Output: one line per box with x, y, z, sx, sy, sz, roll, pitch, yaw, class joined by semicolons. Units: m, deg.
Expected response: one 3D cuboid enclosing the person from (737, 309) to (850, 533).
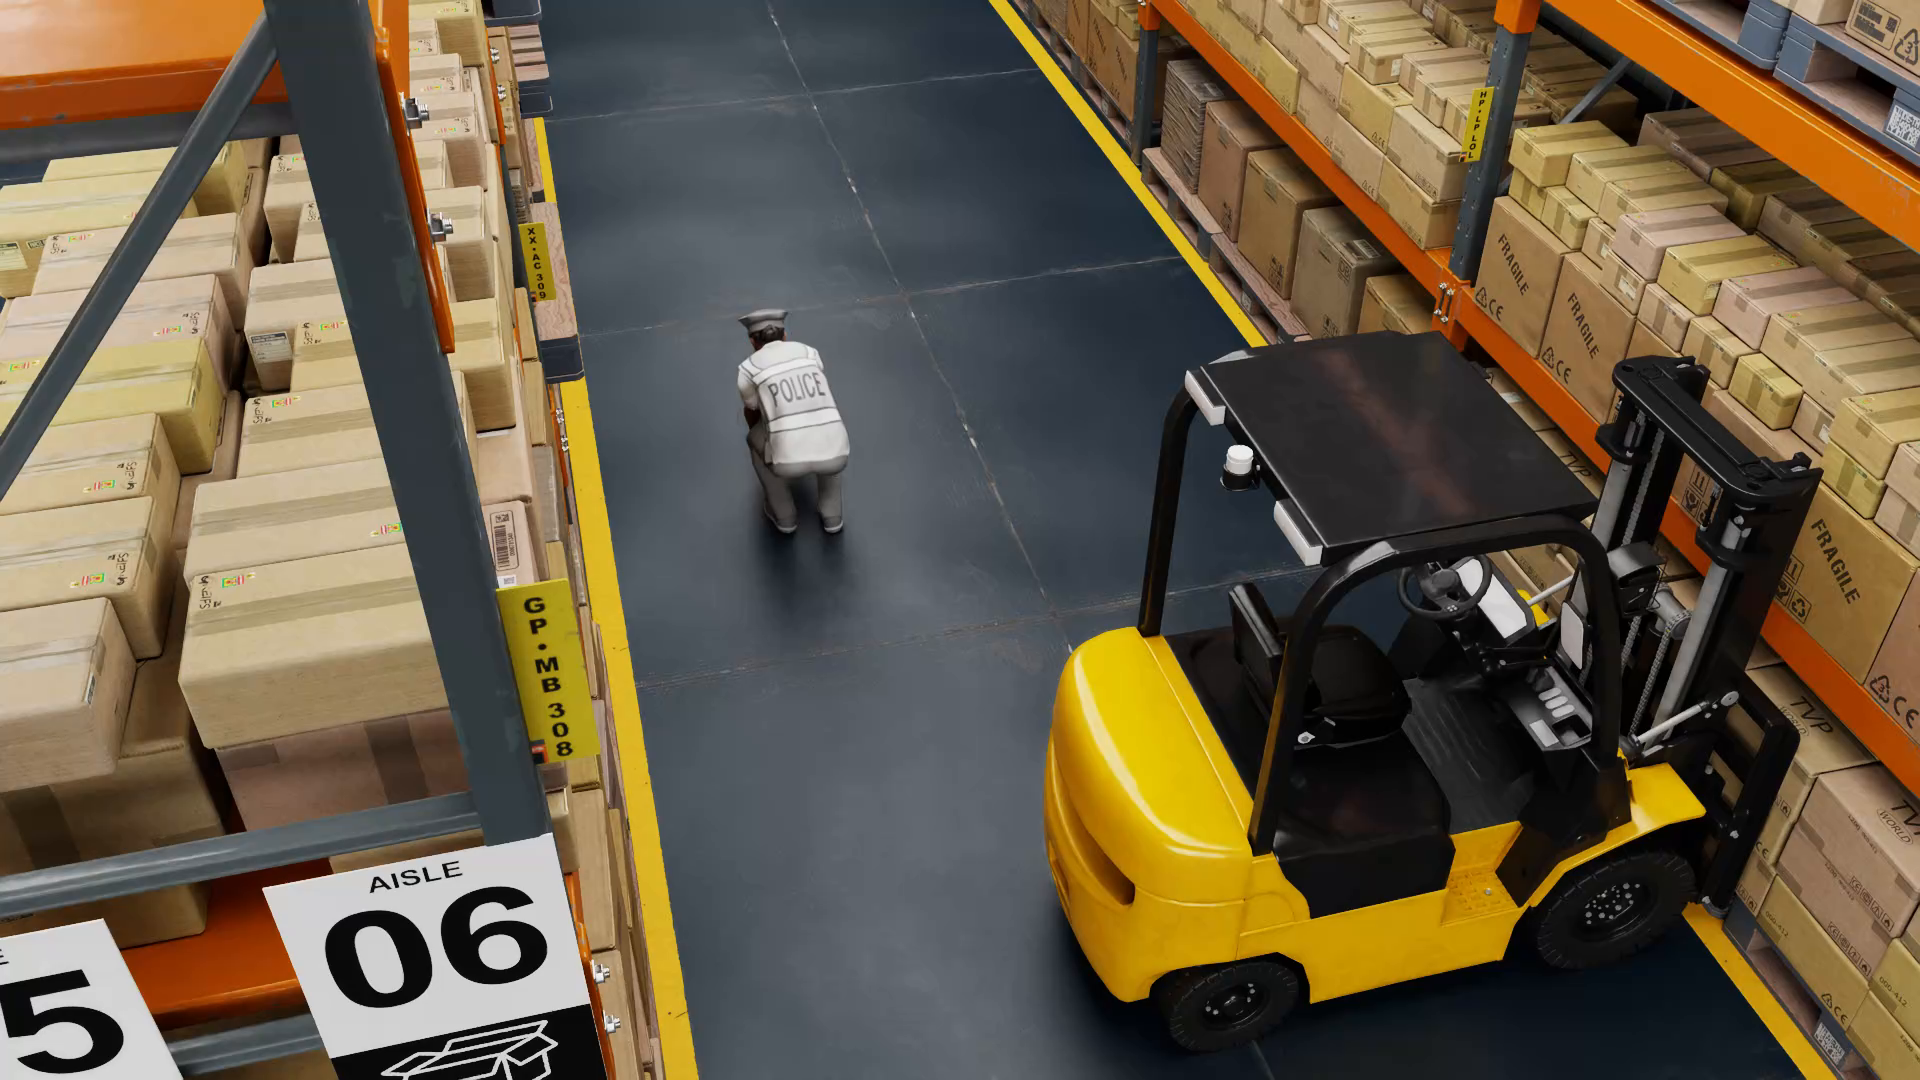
-0.802;-0.554;7.967;0.459;0.985;0.859;-10;40;-13;person
